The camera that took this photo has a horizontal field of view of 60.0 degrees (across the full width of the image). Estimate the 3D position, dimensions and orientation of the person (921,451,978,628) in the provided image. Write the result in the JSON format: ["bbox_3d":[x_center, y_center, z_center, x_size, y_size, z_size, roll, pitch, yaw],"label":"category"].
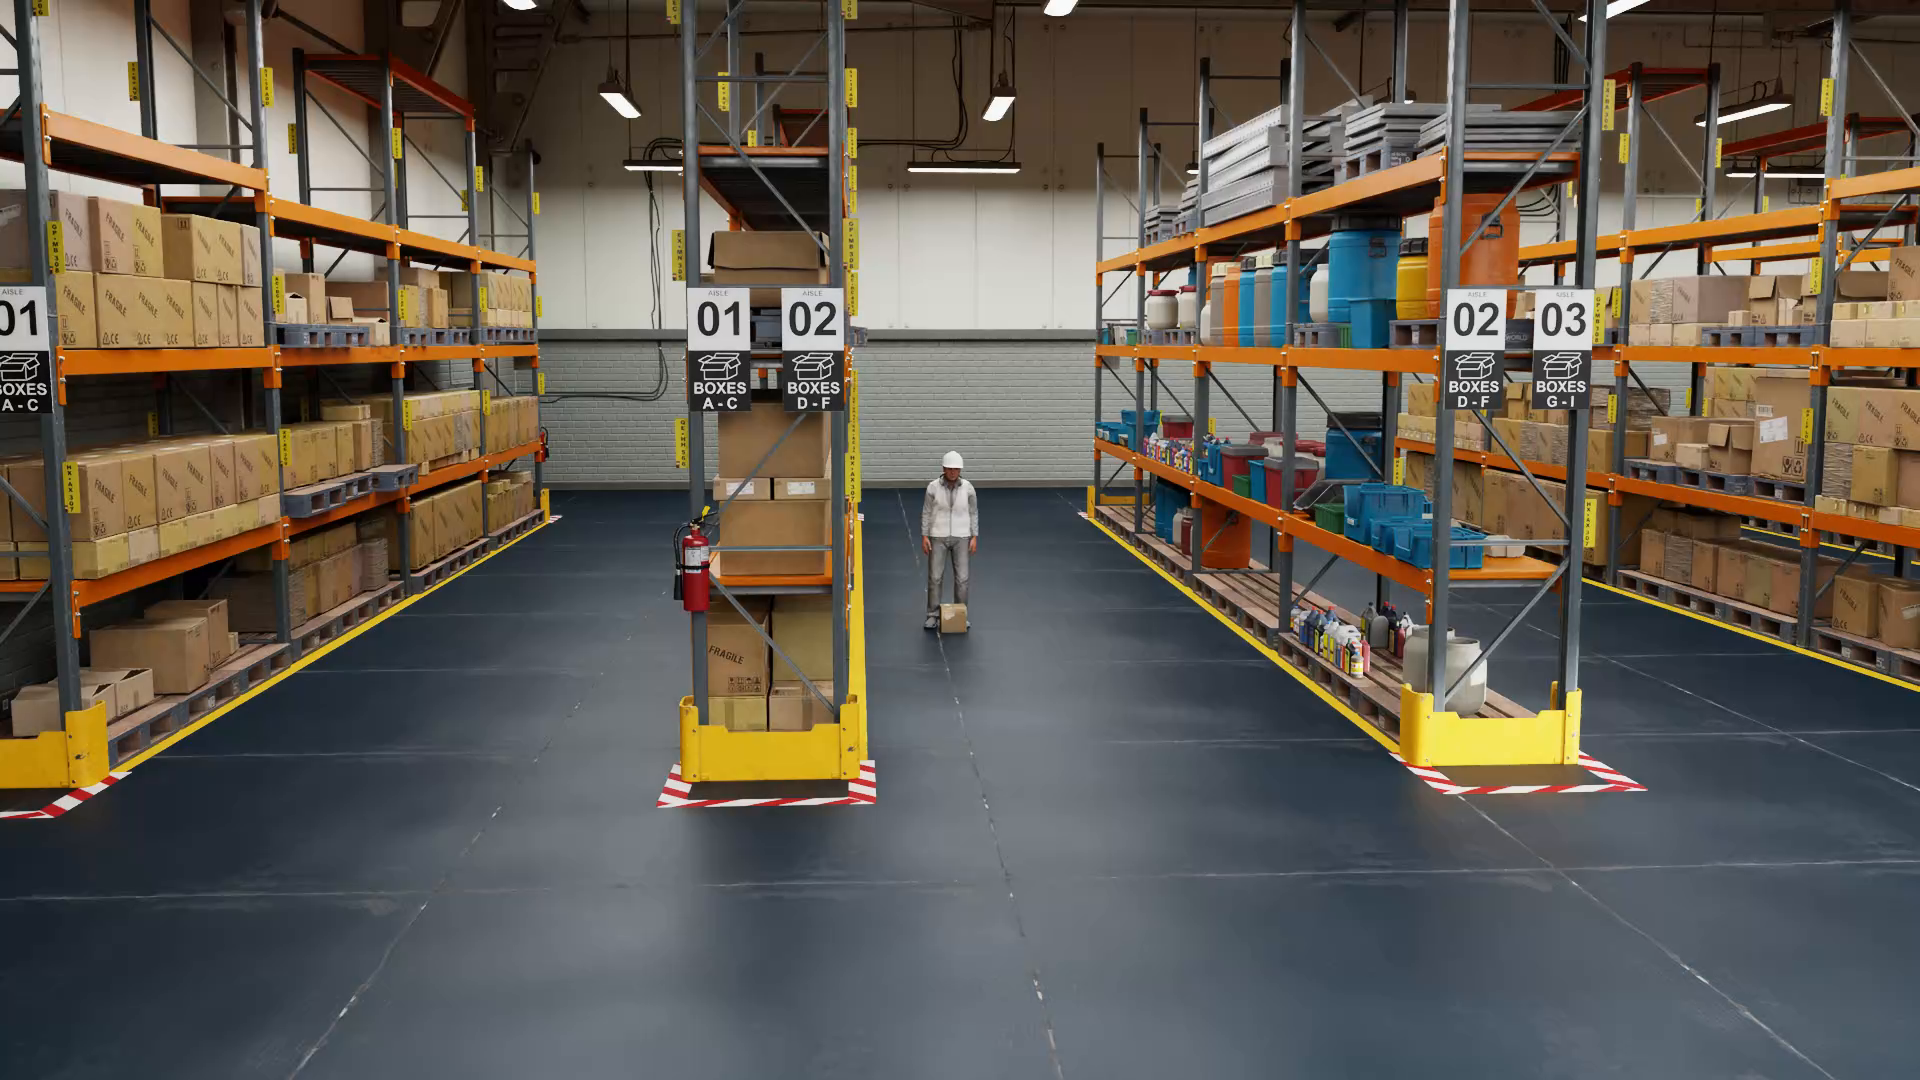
[{"bbox_3d":[-0.103,-0.009,16.710,0.579,1.770,0.462,-1,7,-5],"label":"person"}]
